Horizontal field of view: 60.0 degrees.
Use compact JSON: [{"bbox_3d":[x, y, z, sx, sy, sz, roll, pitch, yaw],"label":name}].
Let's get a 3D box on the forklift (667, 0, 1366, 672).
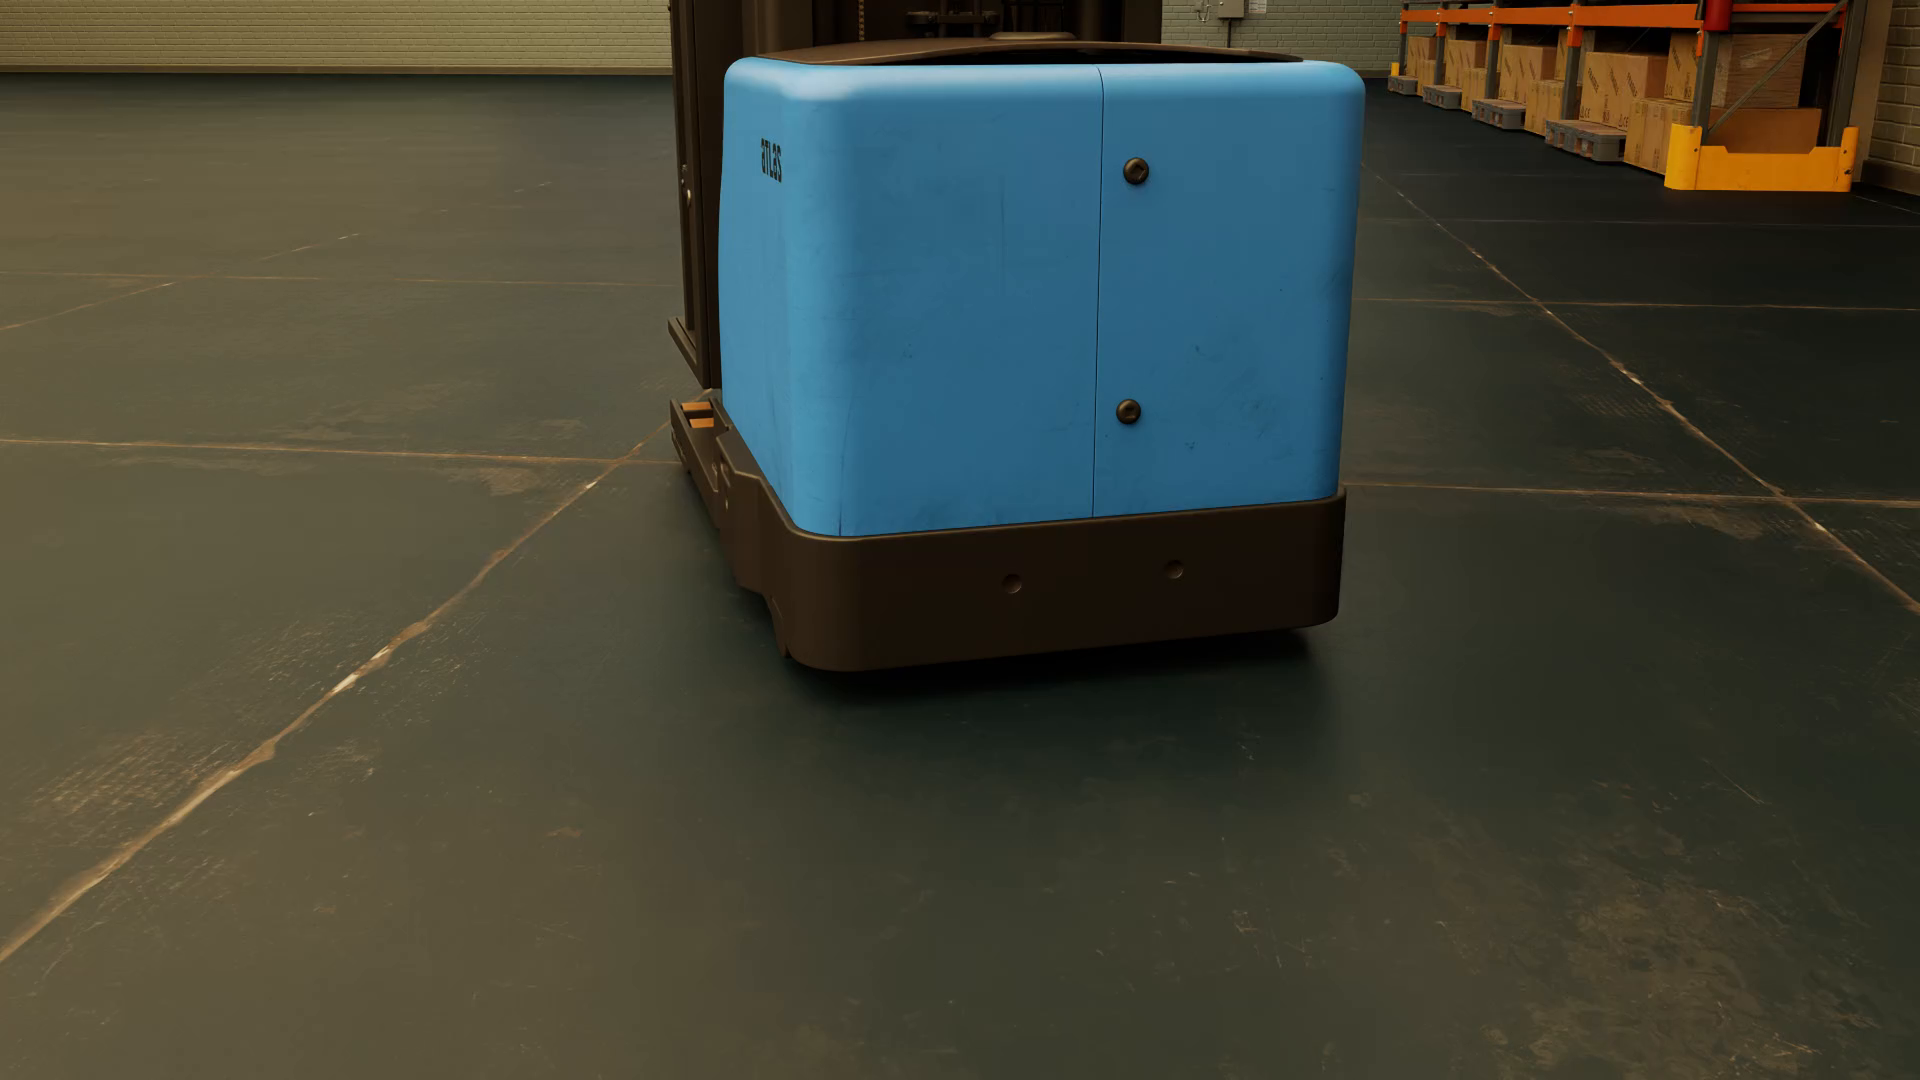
[{"bbox_3d":[-0.159,-1.575,3.946,1.130,2.935,3.031,-5,18,-14],"label":"forklift"}]
